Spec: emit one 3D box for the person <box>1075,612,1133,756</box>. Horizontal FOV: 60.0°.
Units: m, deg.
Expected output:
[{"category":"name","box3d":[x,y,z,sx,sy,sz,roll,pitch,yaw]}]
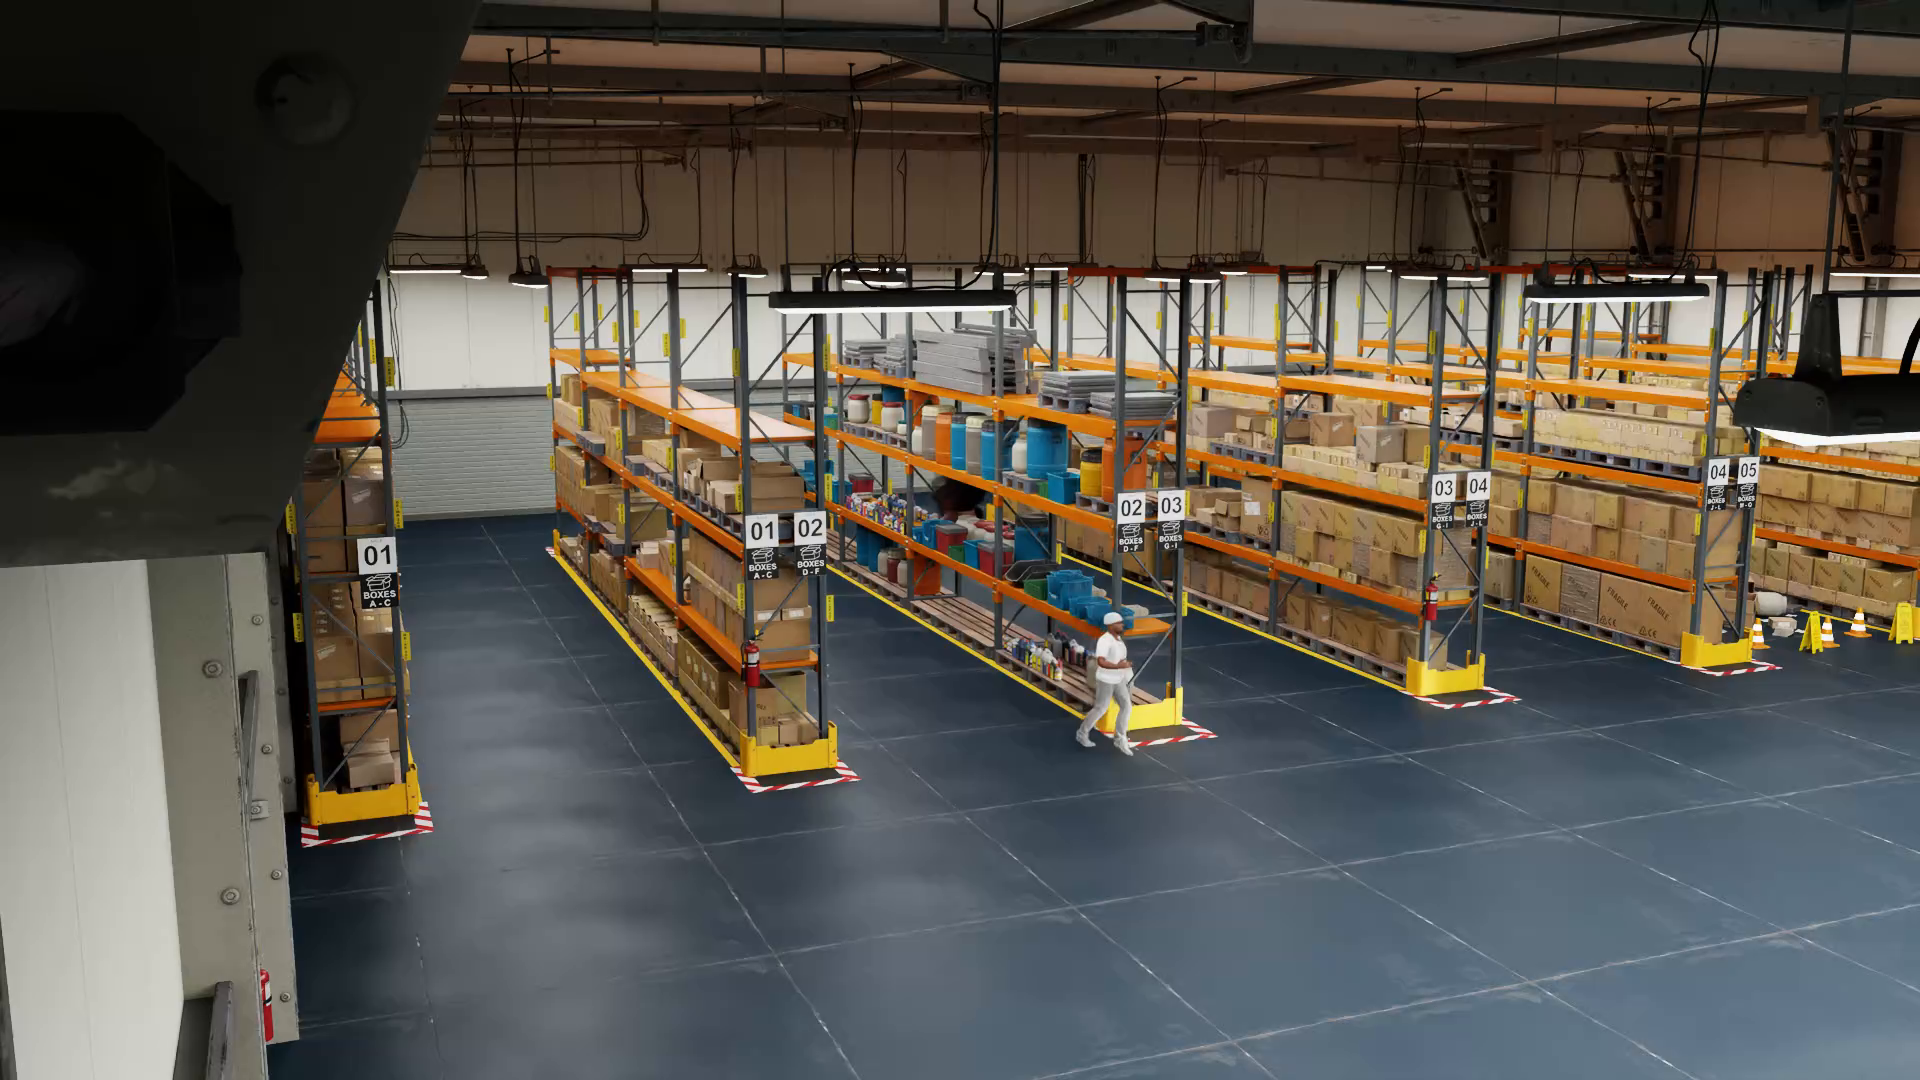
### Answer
[{"category":"person","box3d":[1.906,1.806,21.170,0.782,1.796,0.729,5,11,29]}]
